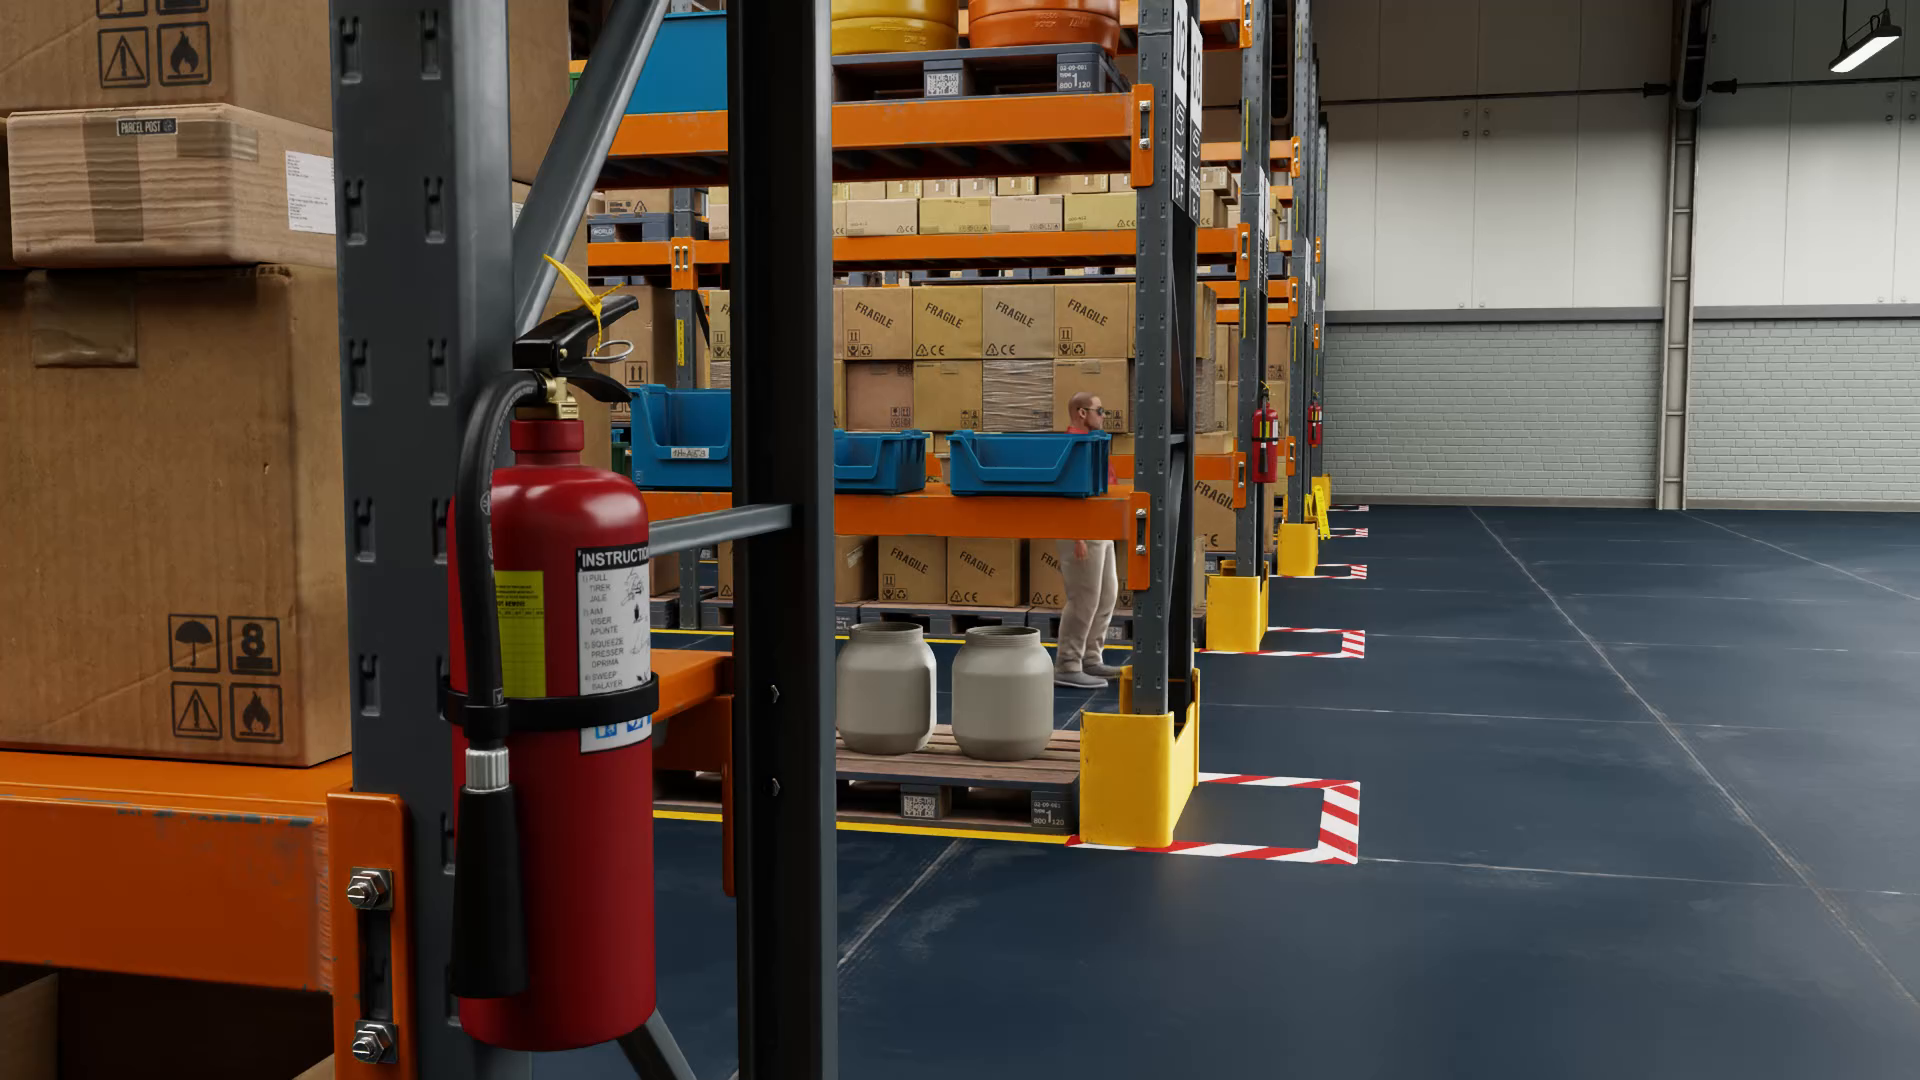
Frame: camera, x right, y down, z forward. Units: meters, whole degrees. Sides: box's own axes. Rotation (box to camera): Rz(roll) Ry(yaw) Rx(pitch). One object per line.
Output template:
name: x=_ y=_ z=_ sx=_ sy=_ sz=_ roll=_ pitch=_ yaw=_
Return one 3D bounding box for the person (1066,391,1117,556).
person: x=0.764 y=-0.354 z=9.726 sx=0.337 sy=1.028 sz=0.530 roll=1 pitch=5 yaw=15
